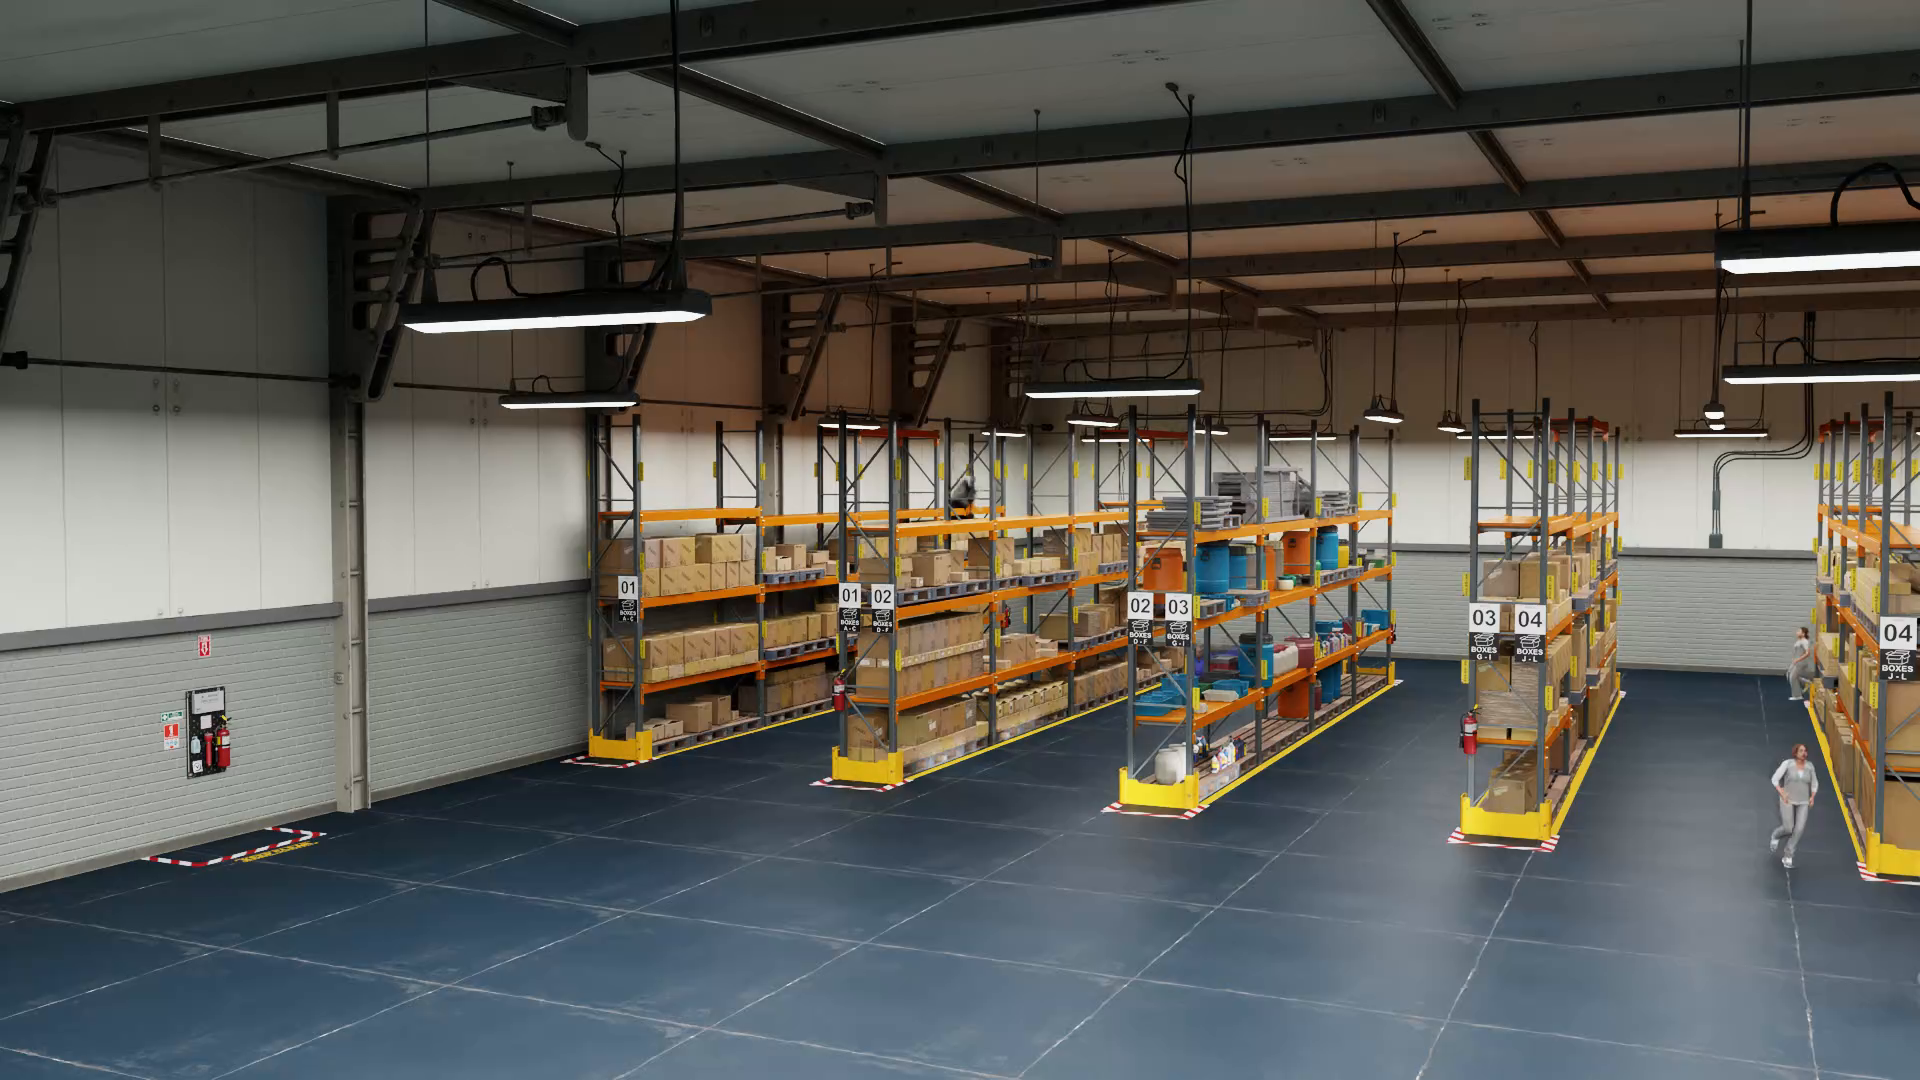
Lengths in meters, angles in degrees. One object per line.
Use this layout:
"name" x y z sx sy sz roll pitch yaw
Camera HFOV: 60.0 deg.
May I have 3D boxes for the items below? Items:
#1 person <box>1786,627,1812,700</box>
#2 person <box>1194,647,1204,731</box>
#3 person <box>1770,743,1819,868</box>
"person" 18.427 2.717 36.411 0.546 1.654 0.587 0 2 6
"person" 4.652 2.865 32.188 0.598 1.608 0.706 1 3 29
"person" 10.662 3.374 21.238 0.548 1.555 0.555 0 2 8
